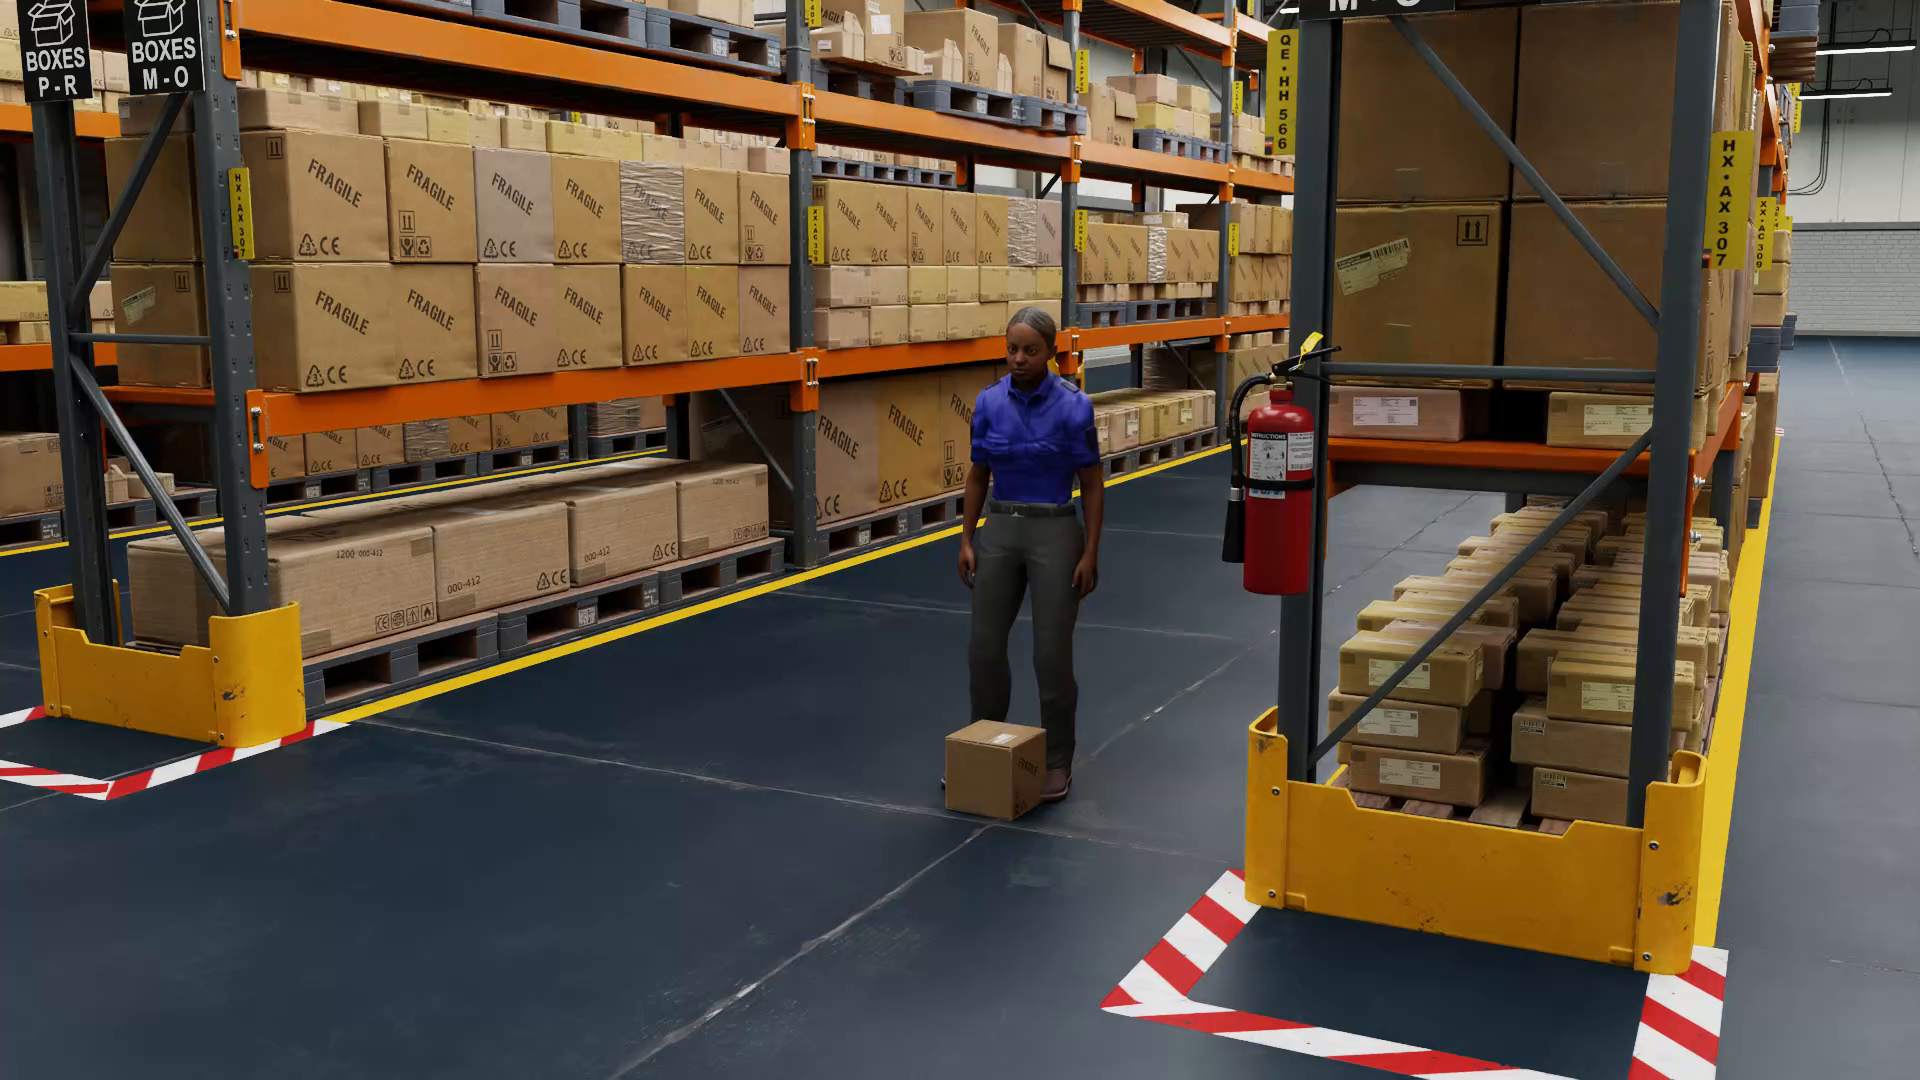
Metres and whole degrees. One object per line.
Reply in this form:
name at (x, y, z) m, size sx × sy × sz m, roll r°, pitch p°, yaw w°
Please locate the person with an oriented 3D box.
person at (0.222, 0.038, 5.652) m, size 0.531 × 1.654 × 0.351 m, roll 4°, pitch 10°, yaw 23°
